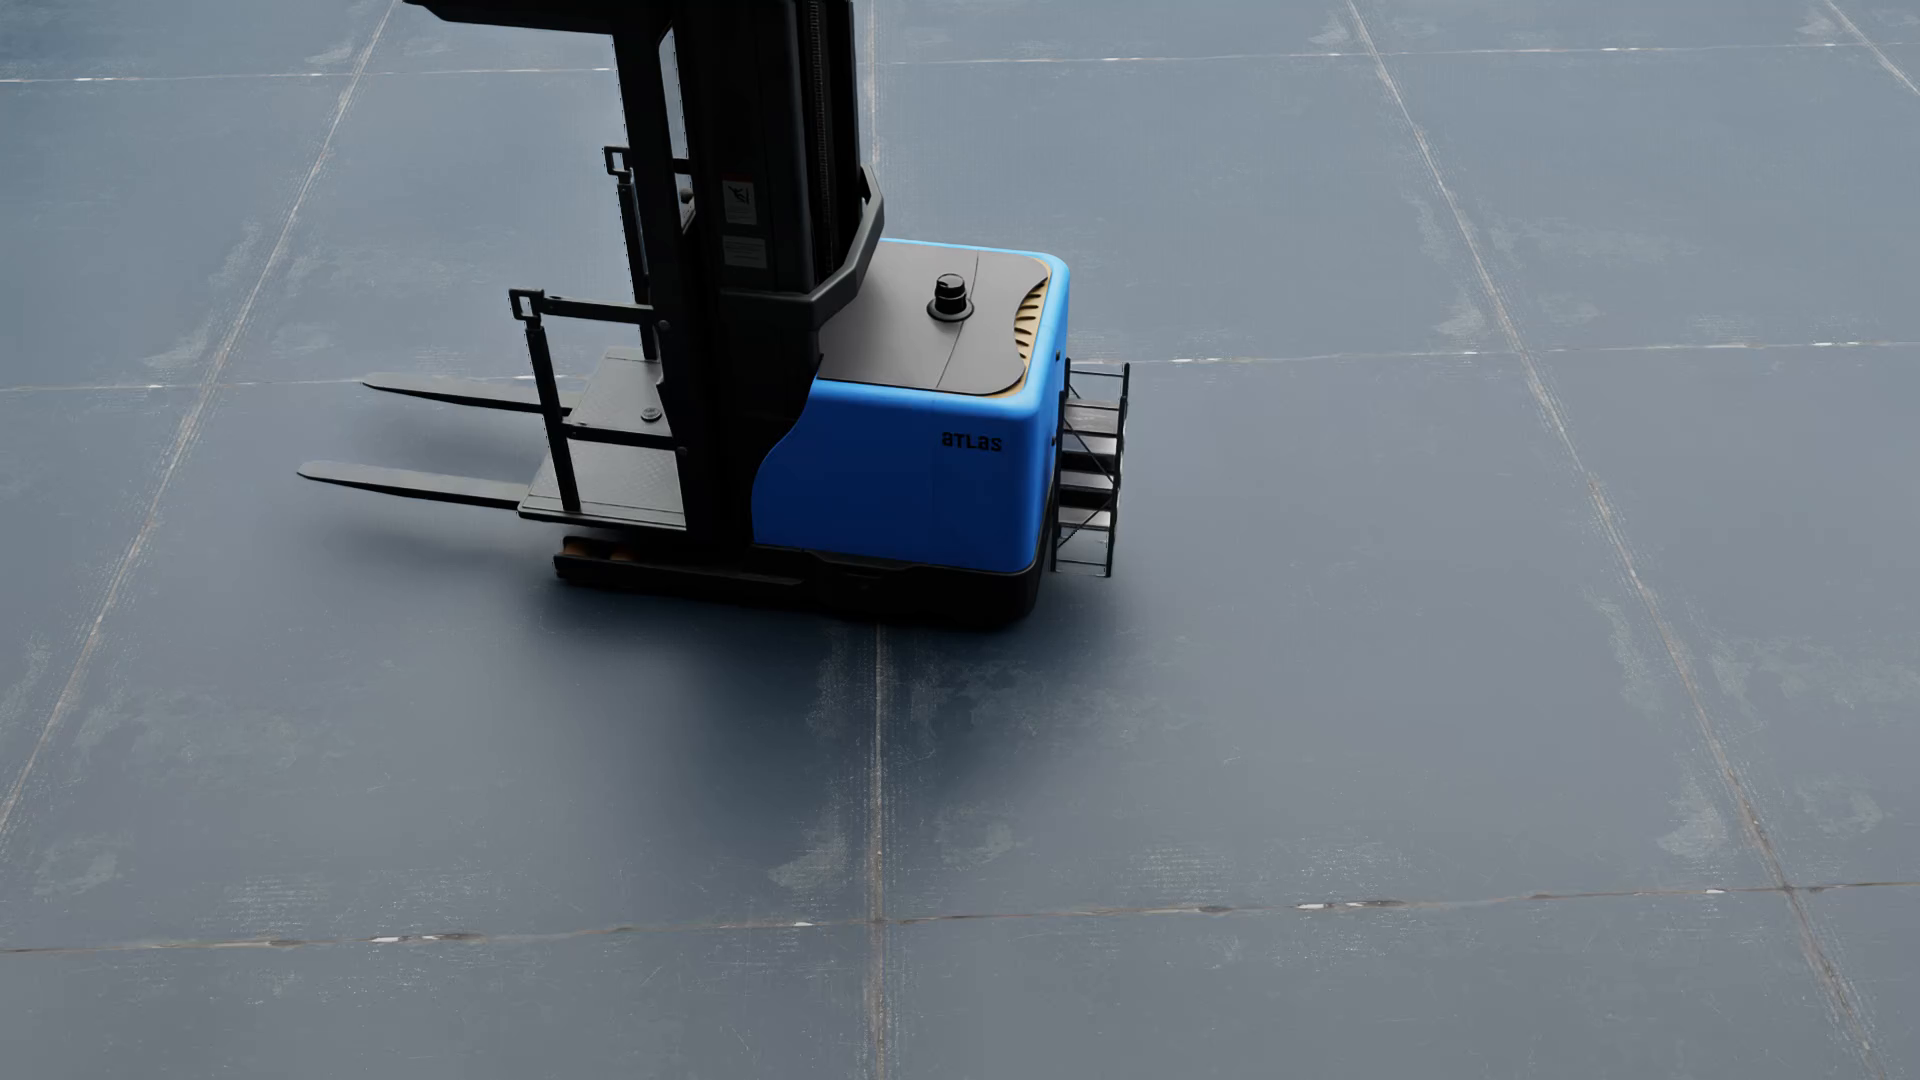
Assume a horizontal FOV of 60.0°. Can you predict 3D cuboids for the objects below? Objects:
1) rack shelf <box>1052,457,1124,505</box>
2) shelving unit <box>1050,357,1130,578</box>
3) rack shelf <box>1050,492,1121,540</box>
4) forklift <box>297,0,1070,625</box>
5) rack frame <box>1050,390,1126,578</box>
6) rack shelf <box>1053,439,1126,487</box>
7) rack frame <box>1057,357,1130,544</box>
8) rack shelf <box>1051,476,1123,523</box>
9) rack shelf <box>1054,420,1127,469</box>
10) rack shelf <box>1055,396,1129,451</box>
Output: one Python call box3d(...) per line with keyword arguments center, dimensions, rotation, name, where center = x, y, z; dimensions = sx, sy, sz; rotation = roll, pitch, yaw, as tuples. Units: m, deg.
box3d(center=(0.493, -0.239, 6.394), dimensions=(0.258, 0.077, 0.200), rotation=(6, 43, 6), name="rack shelf")
box3d(center=(0.493, -0.264, 6.372), dimensions=(0.258, 0.900, 0.210), rotation=(6, 43, 6), name="shelving unit")
box3d(center=(0.493, -0.106, 6.516), dimensions=(0.258, 0.077, 0.200), rotation=(6, 43, 6), name="rack shelf")
box3d(center=(-1.133, -1.233, 5.926), dimensions=(3.031, 2.935, 1.130), rotation=(7, 43, 7), name="forklift")
box3d(center=(0.478, -0.196, 6.297), dimensions=(0.240, 0.900, 0.006), rotation=(6, 43, 6), name="rack frame")
box3d(center=(0.493, -0.305, 6.333), dimensions=(0.258, 0.077, 0.200), rotation=(6, 43, 6), name="rack shelf")
box3d(center=(0.509, -0.331, 6.446), dimensions=(0.240, 0.900, 0.006), rotation=(6, 43, 6), name="rack frame")
box3d(center=(0.493, -0.173, 6.455), dimensions=(0.258, 0.077, 0.200), rotation=(6, 43, 6), name="rack shelf")
box3d(center=(0.493, -0.372, 6.272), dimensions=(0.258, 0.077, 0.200), rotation=(6, 43, 6), name="rack shelf")
box3d(center=(0.493, -0.438, 6.212), dimensions=(0.258, 0.077, 0.200), rotation=(6, 43, 6), name="rack shelf")
